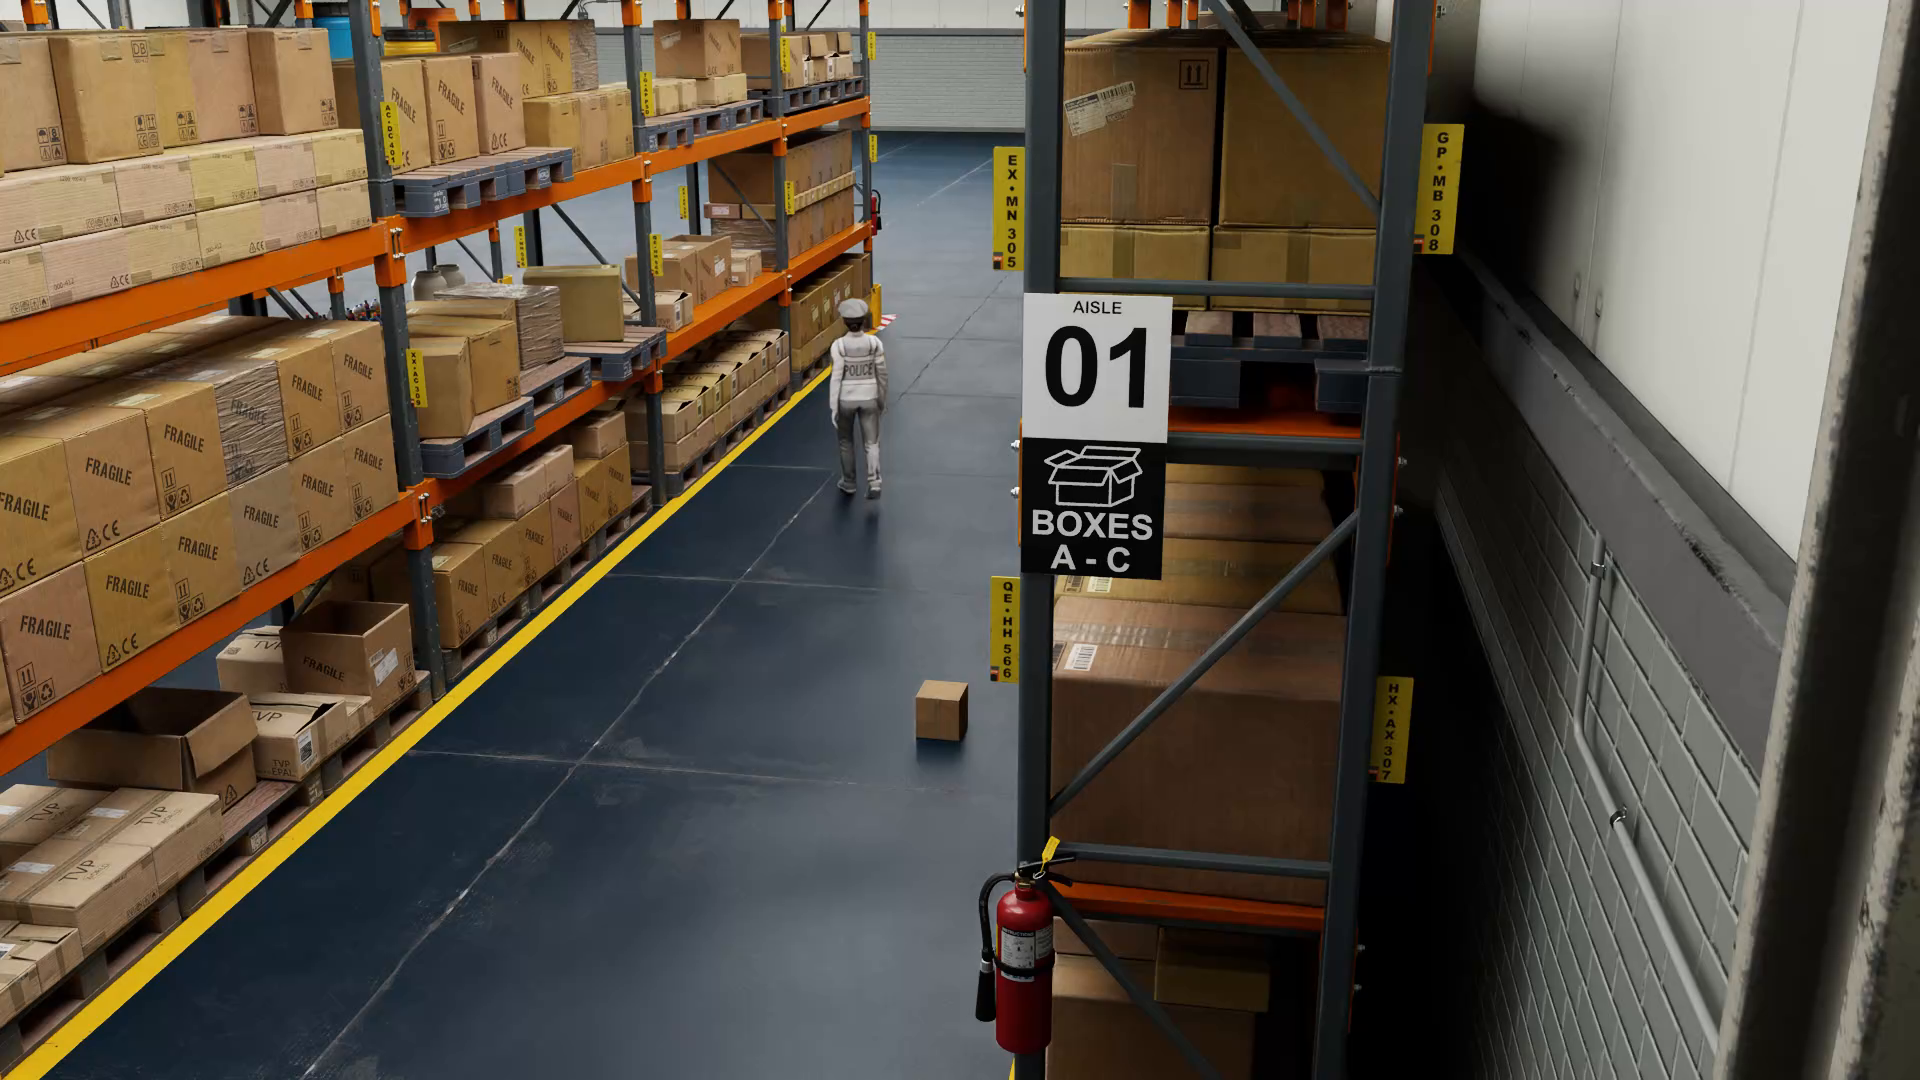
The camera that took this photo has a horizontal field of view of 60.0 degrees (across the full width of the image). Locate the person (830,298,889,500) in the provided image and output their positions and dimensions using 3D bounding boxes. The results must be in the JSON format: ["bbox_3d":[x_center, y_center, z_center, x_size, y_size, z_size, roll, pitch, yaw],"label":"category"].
[{"bbox_3d":[-0.817,-1.127,13.447,0.498,1.650,0.897,-4,18,-12],"label":"person"}]
